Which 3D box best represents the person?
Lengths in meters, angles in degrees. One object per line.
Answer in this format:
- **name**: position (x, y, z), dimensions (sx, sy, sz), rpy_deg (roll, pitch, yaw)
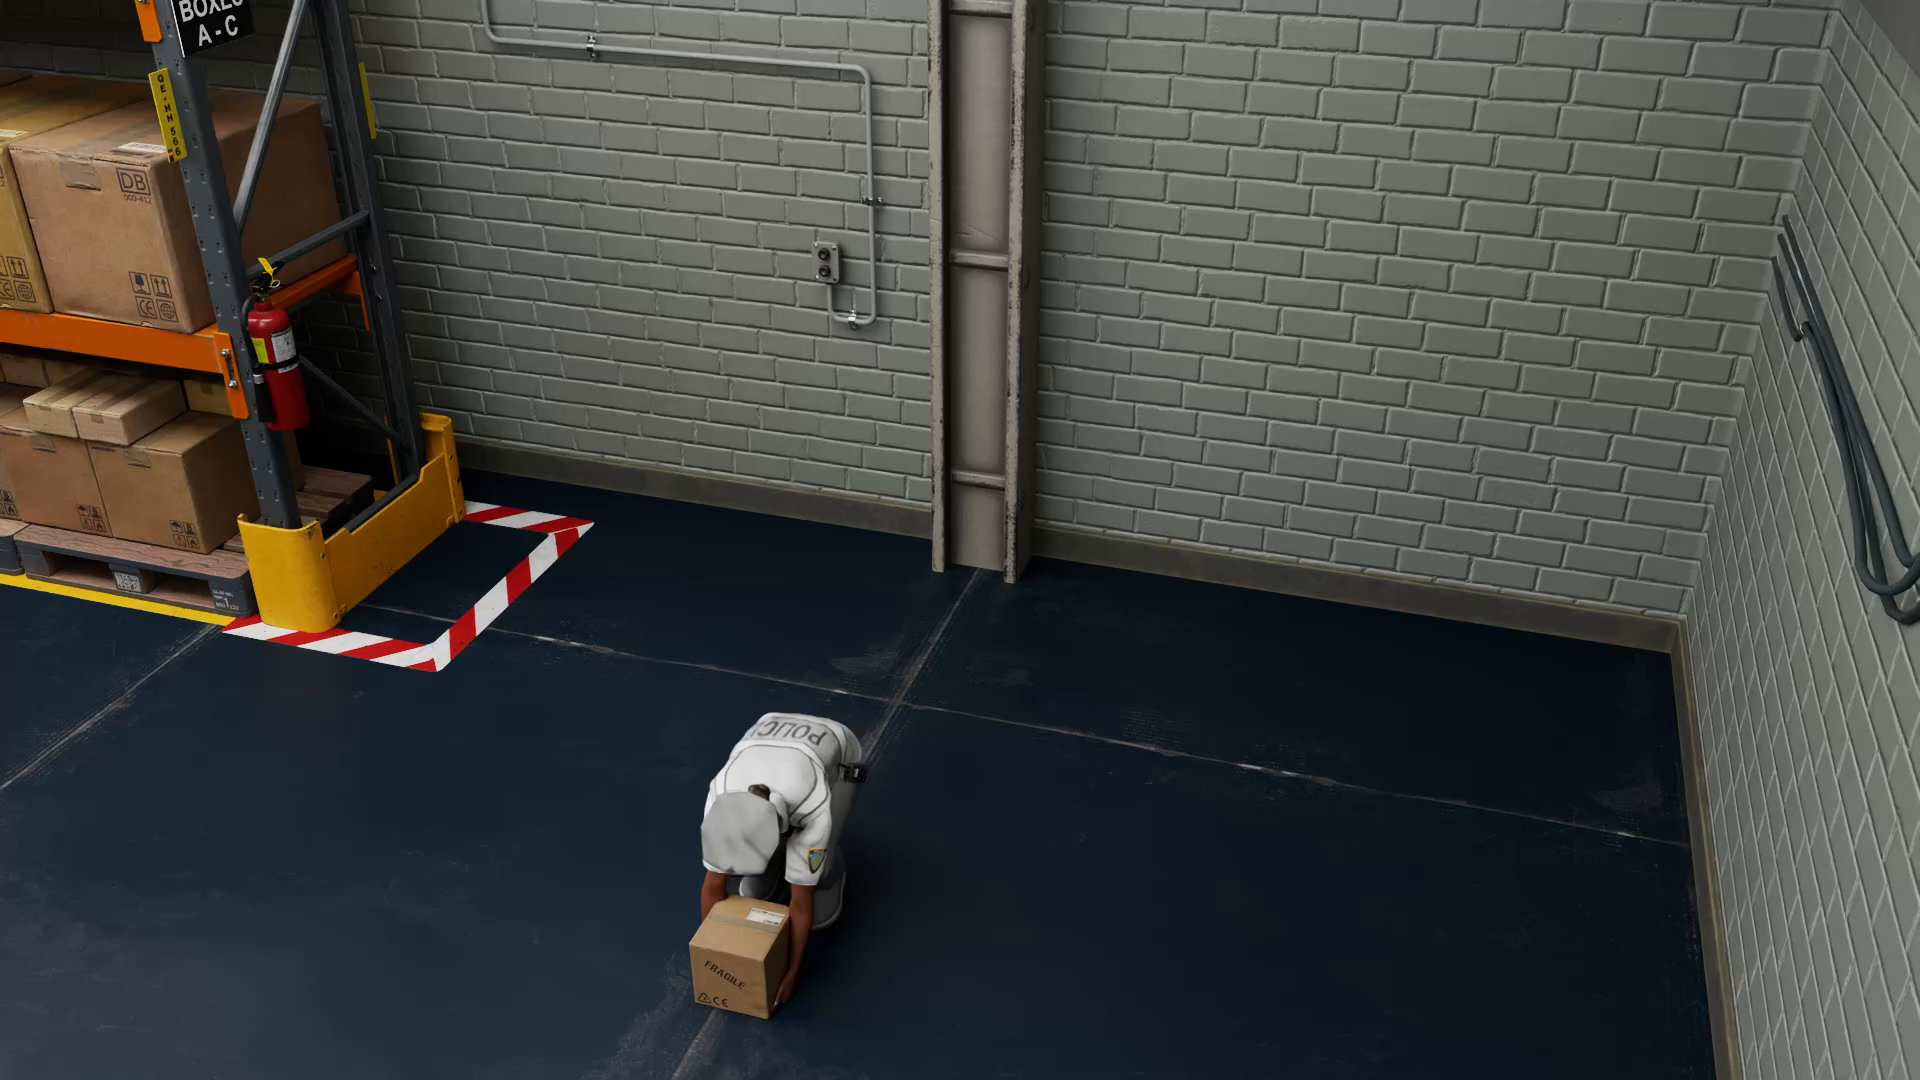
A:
- **person**: position (-0.593, 0.956, 5.383), dimensions (0.457, 0.808, 0.909), rpy_deg (8, 30, 14)
